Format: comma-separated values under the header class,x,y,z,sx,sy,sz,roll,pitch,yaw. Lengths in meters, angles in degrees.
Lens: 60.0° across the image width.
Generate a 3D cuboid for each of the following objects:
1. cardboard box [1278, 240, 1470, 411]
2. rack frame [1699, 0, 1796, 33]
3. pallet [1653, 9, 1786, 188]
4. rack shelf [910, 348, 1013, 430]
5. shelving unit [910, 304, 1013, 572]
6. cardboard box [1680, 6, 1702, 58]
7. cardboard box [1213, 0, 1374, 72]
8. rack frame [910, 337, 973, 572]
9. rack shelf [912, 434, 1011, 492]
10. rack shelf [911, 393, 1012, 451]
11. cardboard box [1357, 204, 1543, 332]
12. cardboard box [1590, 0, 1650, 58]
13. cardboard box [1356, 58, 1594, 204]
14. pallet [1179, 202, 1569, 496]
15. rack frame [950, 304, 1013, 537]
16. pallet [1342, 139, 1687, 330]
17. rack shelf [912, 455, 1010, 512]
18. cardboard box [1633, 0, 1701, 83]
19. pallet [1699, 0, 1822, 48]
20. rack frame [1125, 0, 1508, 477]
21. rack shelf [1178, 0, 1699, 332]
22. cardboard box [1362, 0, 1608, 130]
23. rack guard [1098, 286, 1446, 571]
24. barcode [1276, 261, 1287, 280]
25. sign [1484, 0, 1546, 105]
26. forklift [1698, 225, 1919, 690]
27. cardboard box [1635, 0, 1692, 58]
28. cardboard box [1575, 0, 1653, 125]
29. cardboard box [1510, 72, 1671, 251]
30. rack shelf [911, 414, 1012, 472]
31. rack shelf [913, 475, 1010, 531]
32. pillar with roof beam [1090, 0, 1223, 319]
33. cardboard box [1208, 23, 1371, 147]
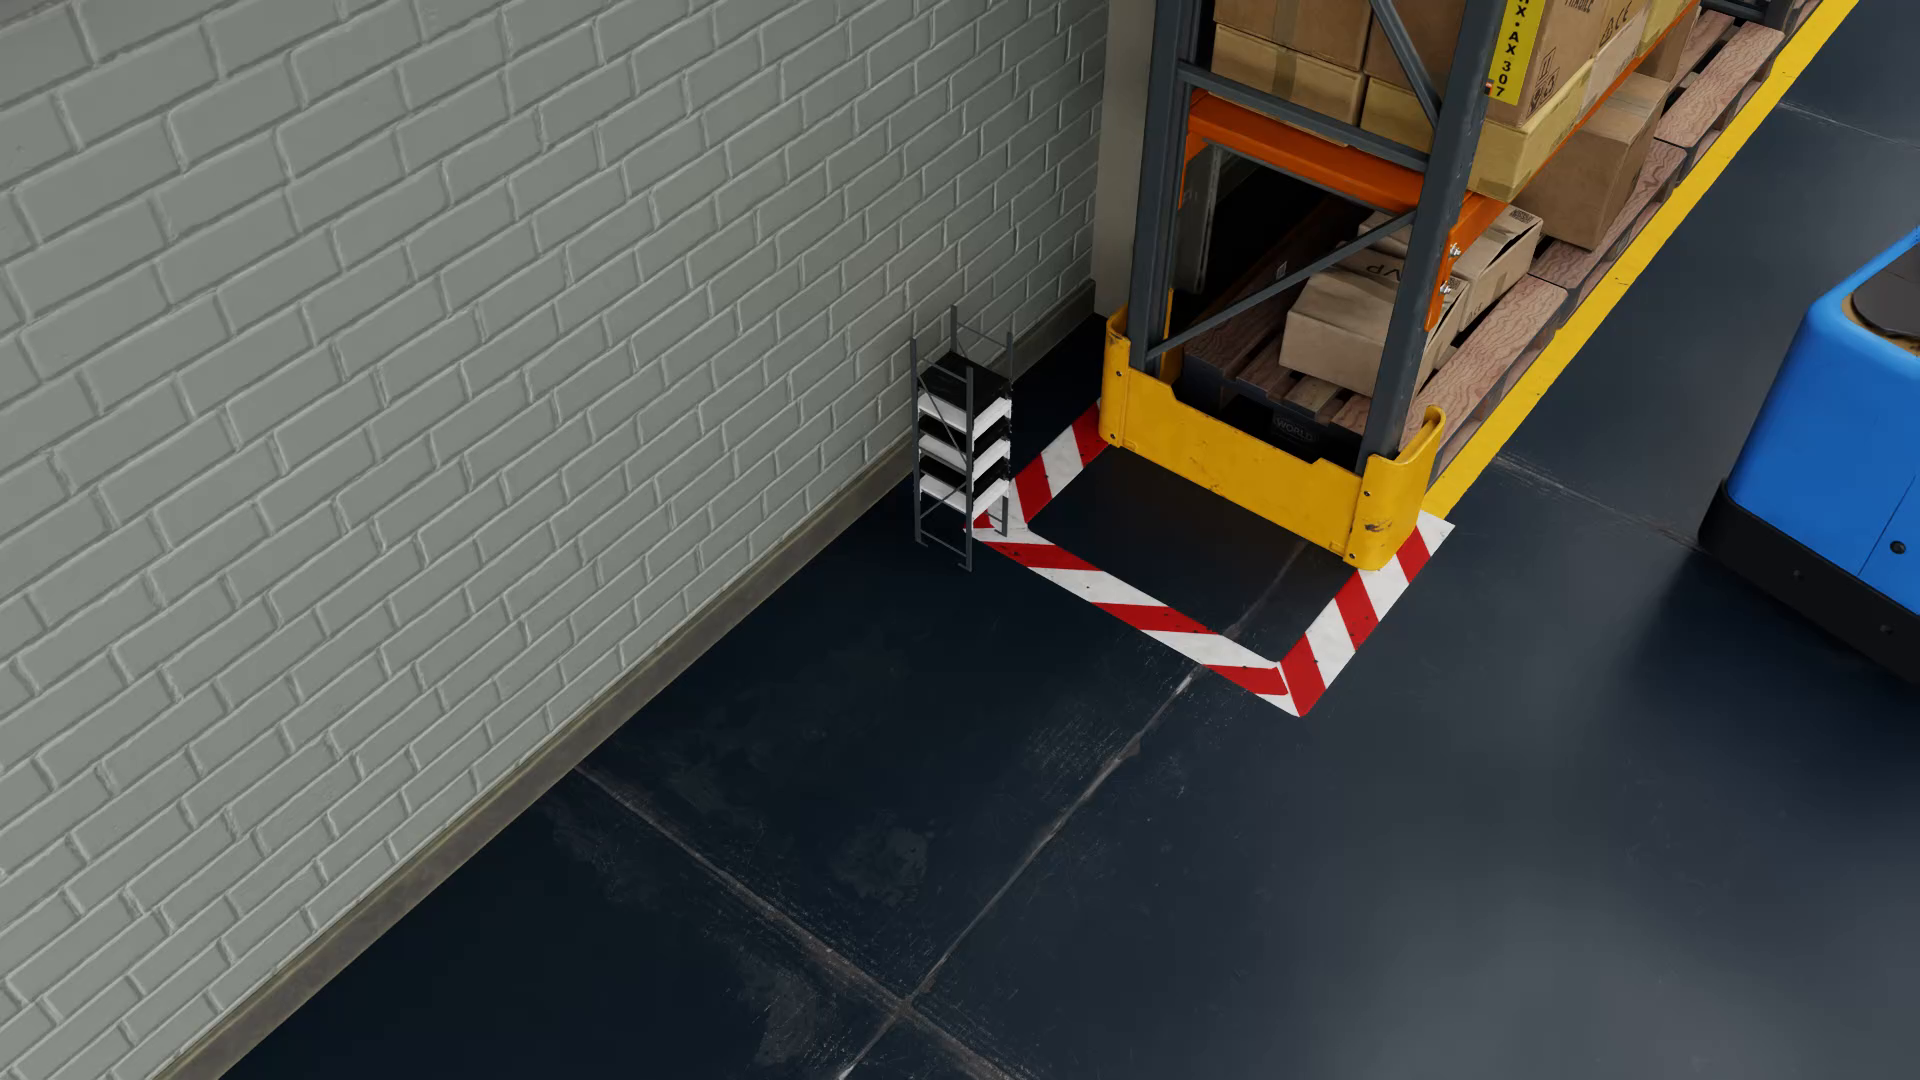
class,x,y,z,sx,sy,sz,roll,pitch,yaw
cardboard box,1.498,-0.804,5.999,0.500,0.311,0.500,24,51,21
rack frame,3.449,-3.514,7.032,1.000,3.000,0.127,29,53,25
pallet,3.066,-2.151,7.658,1.003,0.211,1.213,29,53,25
rack shelf,0.005,-0.479,5.258,0.258,0.077,0.200,29,53,25
shelving unit,0.005,-0.315,5.429,0.258,0.900,0.210,29,53,25
cardboard box,3.146,-2.368,7.592,0.380,0.166,0.250,23,50,20
cardboard box,1.123,-1.803,4.969,0.500,0.500,0.500,29,53,25
rack frame,-0.057,-0.257,5.373,0.240,0.900,0.006,29,53,25
rack shelf,0.005,-0.292,5.453,0.258,0.077,0.200,29,53,25
rack shelf,0.005,-0.417,5.323,0.258,0.077,0.200,29,53,25
cardboard box,1.846,-1.130,6.311,0.500,0.311,0.500,34,55,28
cardboard box,1.843,-1.858,5.021,0.500,0.500,0.500,29,53,25
cardboard box,1.553,-1.319,5.025,0.500,0.250,0.500,28,52,24
pallet,1.575,-0.754,6.325,1.003,0.211,1.213,29,53,25
rack frame,0.067,-0.374,5.484,0.240,0.900,0.006,29,53,25
pallet,2.321,-1.449,6.989,1.003,0.211,1.213,29,53,25
rack shelf,0.005,-0.230,5.518,0.258,0.077,0.200,29,53,25
cardboard box,2.846,-2.191,7.193,0.500,0.500,0.500,25,51,22
pallet,3.924,-2.997,8.467,1.003,0.211,1.213,29,53,25
rack frame,1.003,-1.225,4.846,1.000,3.000,0.127,29,53,25
rack shelf,2.226,-2.121,6.199,1.077,0.370,4.000,29,53,25
cardboard box,1.533,-1.579,4.755,0.500,0.500,0.500,29,53,25
rack guard,1.050,-0.405,5.791,1.175,0.500,0.348,29,53,25
barcode,1.192,-0.994,6.174,0.001,0.075,0.075,29,53,25
sign,1.433,-1.284,4.304,0.100,0.325,0.005,29,53,25
forklift,3.966,-1.370,5.031,3.031,2.935,1.130,-31,54,-26
cardboard box,2.175,-1.911,5.591,0.500,0.250,0.500,28,53,24
cardboard box,1.859,-1.622,5.315,0.500,0.250,0.500,28,52,24
cardboard box,2.334,-1.593,6.622,0.700,0.500,0.500,26,52,23
rack shelf,0.005,-0.355,5.388,0.258,0.077,0.200,29,53,25
rack shelf,0.005,-0.168,5.583,0.258,0.077,0.200,29,53,25
pillar with roof beam,4.154,-2.177,1.606,9.100,9.000,0.400,29,53,25
cardboard box,1.136,-1.533,5.230,0.500,0.250,0.500,30,53,25
